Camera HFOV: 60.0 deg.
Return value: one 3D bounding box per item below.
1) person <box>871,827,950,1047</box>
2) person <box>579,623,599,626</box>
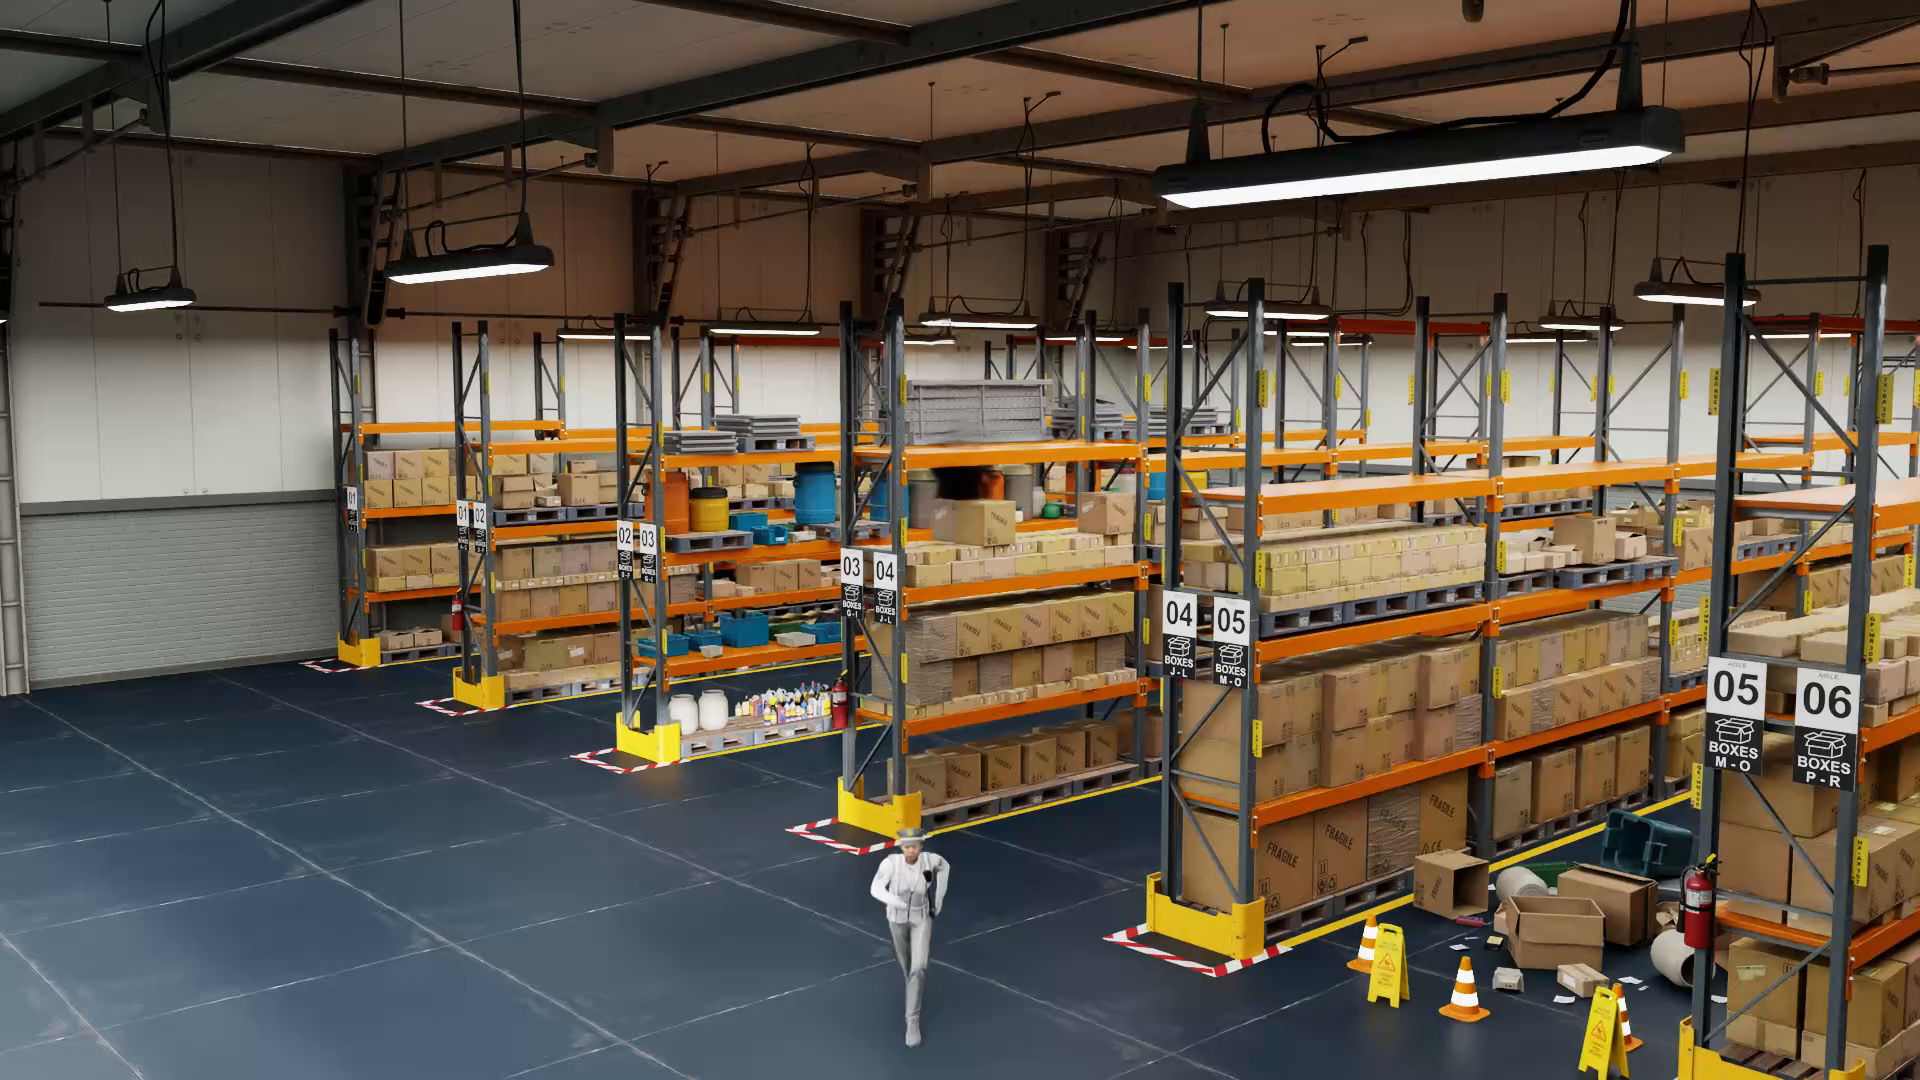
[{"bbox_3d":[-0.390,3.041,13.246,0.610,1.695,0.992,0,6,3],"label":"person"},{"bbox_3d":[-6.655,1.311,30.079,0.682,1.841,0.801,5,7,40],"label":"person"}]
